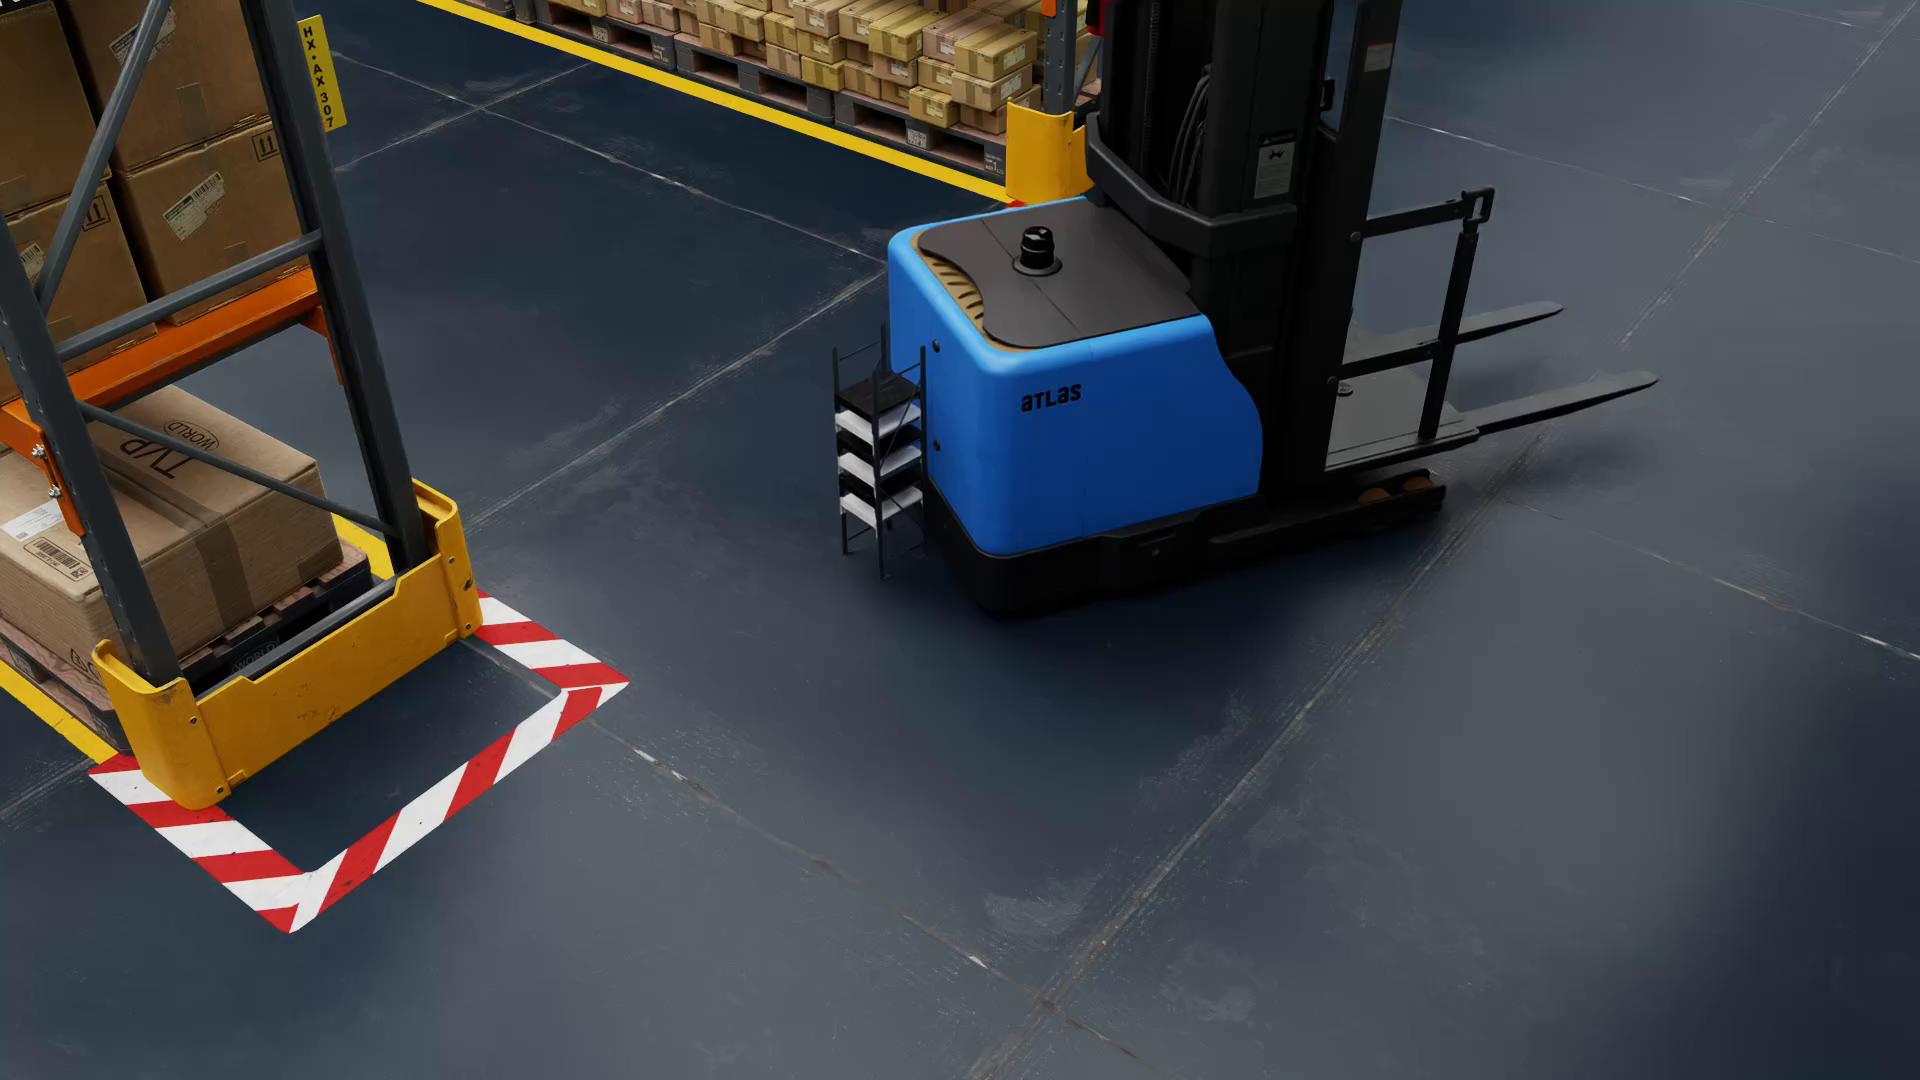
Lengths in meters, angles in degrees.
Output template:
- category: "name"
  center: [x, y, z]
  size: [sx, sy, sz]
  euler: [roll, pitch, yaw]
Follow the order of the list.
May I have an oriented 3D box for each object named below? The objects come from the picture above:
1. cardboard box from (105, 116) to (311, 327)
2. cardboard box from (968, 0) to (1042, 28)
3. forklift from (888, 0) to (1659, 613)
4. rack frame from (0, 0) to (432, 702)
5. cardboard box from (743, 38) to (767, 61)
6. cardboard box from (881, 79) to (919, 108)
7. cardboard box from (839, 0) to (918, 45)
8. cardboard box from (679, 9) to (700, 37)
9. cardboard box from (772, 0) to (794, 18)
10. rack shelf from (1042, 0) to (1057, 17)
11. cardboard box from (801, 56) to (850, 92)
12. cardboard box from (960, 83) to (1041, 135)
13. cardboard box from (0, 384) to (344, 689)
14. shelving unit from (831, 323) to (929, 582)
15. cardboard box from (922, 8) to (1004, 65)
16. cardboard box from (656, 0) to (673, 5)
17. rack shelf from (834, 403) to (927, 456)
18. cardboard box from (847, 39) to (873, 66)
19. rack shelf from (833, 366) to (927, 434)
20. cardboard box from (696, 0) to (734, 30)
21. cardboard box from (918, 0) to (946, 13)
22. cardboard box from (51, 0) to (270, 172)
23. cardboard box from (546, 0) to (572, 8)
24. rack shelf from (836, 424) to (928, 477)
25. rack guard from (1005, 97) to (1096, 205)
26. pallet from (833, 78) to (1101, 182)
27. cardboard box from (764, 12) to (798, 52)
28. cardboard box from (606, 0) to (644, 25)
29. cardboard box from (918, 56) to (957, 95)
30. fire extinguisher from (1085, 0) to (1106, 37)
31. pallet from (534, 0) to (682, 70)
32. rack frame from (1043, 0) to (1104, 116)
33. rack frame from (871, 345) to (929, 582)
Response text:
- category: "cardboard box"
  center: [-2.376, -1.042, 5.067]
  size: [0.500, 0.500, 0.500]
  euler: [25, 44, 28]
- category: "cardboard box"
  center: [0.256, -2.828, 8.918]
  size: [0.250, 0.149, 0.380]
  euler: [26, 45, 29]
- category: "forklift"
  center: [1.298, -1.473, 5.754]
  size: [3.031, 2.935, 1.130]
  euler: [-14, 40, -17]
- category: "rack frame"
  center: [-2.169, -0.682, 4.688]
  size: [0.127, 3.000, 1.000]
  euler: [25, 45, 29]
- category: "cardboard box"
  center: [-1.015, -2.864, 9.447]
  size: [0.250, 0.149, 0.380]
  euler: [27, 45, 30]
- category: "cardboard box"
  center: [-0.210, -2.470, 8.943]
  size: [0.250, 0.149, 0.380]
  euler: [25, 44, 28]
- category: "cardboard box"
  center: [-0.432, -2.780, 8.857]
  size: [0.250, 0.149, 0.380]
  euler: [23, 44, 27]
- category: "cardboard box"
  center: [-1.418, -3.070, 9.709]
  size: [0.250, 0.149, 0.380]
  euler: [23, 44, 27]
- category: "cardboard box"
  center: [-0.821, -3.007, 9.146]
  size: [0.250, 0.149, 0.380]
  euler: [24, 44, 27]
- category: "rack shelf"
  center: [-0.831, -3.610, 9.011]
  size: [4.000, 0.370, 1.077]
  euler: [25, 45, 29]
- category: "cardboard box"
  center: [-0.655, -2.621, 9.136]
  size: [0.250, 0.149, 0.380]
  euler: [23, 44, 27]
- category: "cardboard box"
  center: [0.213, -2.282, 8.703]
  size: [0.250, 0.149, 0.380]
  euler: [26, 45, 29]
- category: "cardboard box"
  center: [-2.754, -0.037, 5.602]
  size: [0.875, 0.438, 0.875]
  euler: [24, 44, 27]
- category: "shelving unit"
  center: [-0.276, -0.300, 5.903]
  size: [0.258, 0.900, 0.210]
  euler: [-30, 47, -33]
- category: "cardboard box"
  center: [0.018, -2.617, 8.649]
  size: [0.250, 0.149, 0.380]
  euler: [26, 45, 29]
- category: "cardboard box"
  center: [-1.642, -3.283, 9.740]
  size: [0.250, 0.149, 0.380]
  euler: [23, 44, 26]
- category: "rack shelf"
  center: [-0.276, -0.415, 5.812]
  size: [0.258, 0.077, 0.200]
  euler: [-30, 47, -33]
- category: "cardboard box"
  center: [-0.400, -2.707, 9.004]
  size: [0.250, 0.149, 0.380]
  euler: [25, 44, 28]
- category: "rack shelf"
  center: [-0.276, -0.486, 5.757]
  size: [0.258, 0.077, 0.200]
  euler: [-30, 47, -33]
- category: "cardboard box"
  center: [-1.276, -3.042, 9.433]
  size: [0.250, 0.149, 0.380]
  euler: [25, 44, 28]
- category: "cardboard box"
  center: [-0.114, -3.037, 9.186]
  size: [0.250, 0.149, 0.380]
  euler: [23, 44, 27]
- category: "cardboard box"
  center: [-2.378, -1.435, 4.757]
  size: [0.500, 0.500, 0.500]
  euler: [24, 44, 28]
- category: "cardboard box"
  center: [-2.326, -3.391, 10.120]
  size: [0.250, 0.149, 0.380]
  euler: [23, 44, 27]
- category: "rack shelf"
  center: [-0.276, -0.344, 5.868]
  size: [0.258, 0.077, 0.200]
  euler: [-30, 47, -33]
- category: "rack guard"
  center: [0.697, -2.188, 8.639]
  size: [0.348, 0.500, 1.175]
  euler: [25, 45, 29]
- category: "pallet"
  center: [0.073, -2.396, 9.139]
  size: [1.213, 0.211, 1.003]
  euler: [25, 45, 29]
- category: "cardboard box"
  center: [-0.860, -2.848, 9.185]
  size: [0.250, 0.149, 0.380]
  euler: [28, 46, 31]
- category: "cardboard box"
  center: [-1.885, -3.224, 9.906]
  size: [0.250, 0.149, 0.380]
  euler: [25, 44, 28]
- category: "cardboard box"
  center: [-0.010, -2.486, 8.723]
  size: [0.250, 0.149, 0.380]
  euler: [24, 44, 28]
- category: "fire extinguisher"
  center: [0.677, -2.646, 7.562]
  size: [0.183, 0.674, 0.296]
  euler: [25, 45, 29]
- category: "pallet"
  center: [-1.865, -3.310, 10.306]
  size: [1.213, 0.211, 1.003]
  euler: [25, 45, 29]
- category: "rack frame"
  center: [0.758, -3.144, 7.832]
  size: [0.127, 3.000, 1.000]
  euler: [25, 45, 29]
- category: "rack frame"
  center: [-0.206, -0.254, 5.845]
  size: [0.240, 0.900, 0.006]
  euler: [-30, 47, -33]
